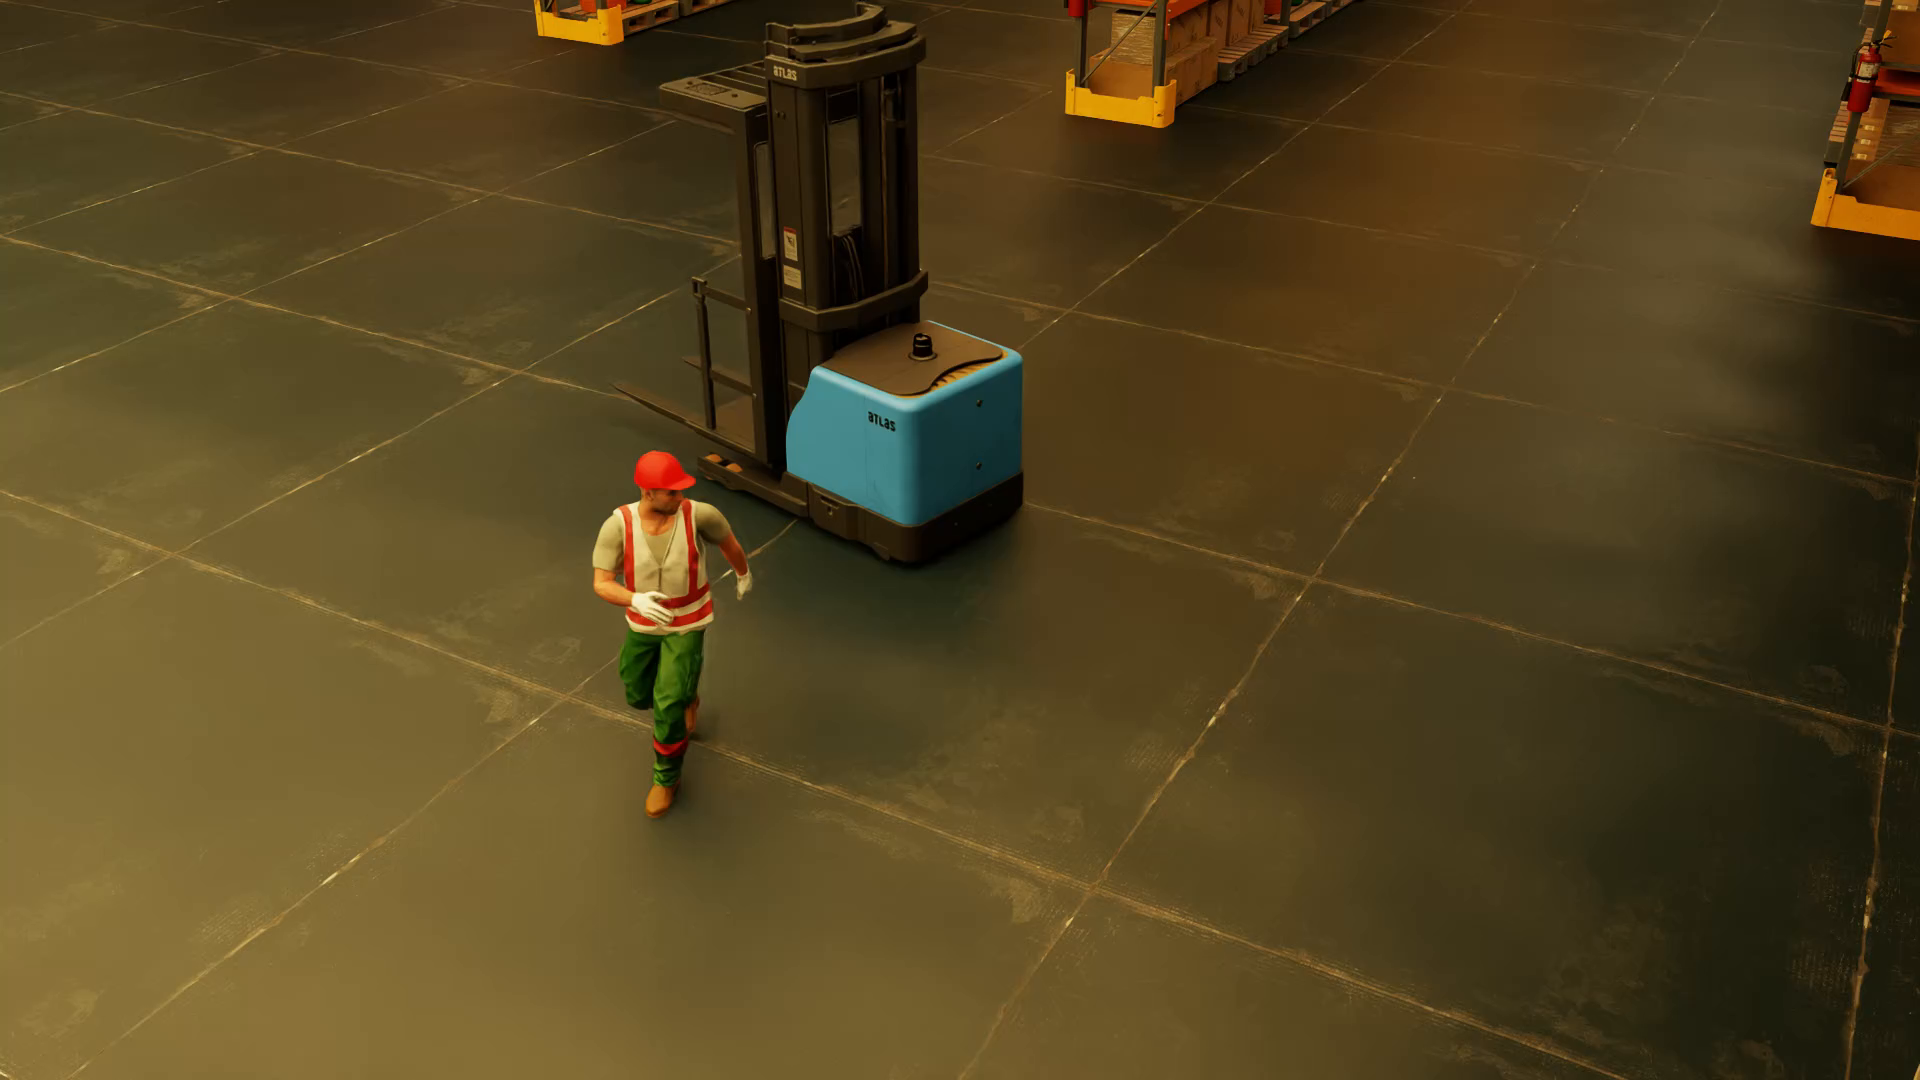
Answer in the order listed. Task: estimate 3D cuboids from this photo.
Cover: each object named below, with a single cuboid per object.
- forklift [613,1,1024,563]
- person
[{"bbox_3d":[-1.041,-1.757,10.115,3.031,2.935,1.130,24,38,36],"label":"forklift"},{"bbox_3d":[-1.345,0.358,7.715,0.583,1.697,0.894,5,30,9],"label":"person"}]
